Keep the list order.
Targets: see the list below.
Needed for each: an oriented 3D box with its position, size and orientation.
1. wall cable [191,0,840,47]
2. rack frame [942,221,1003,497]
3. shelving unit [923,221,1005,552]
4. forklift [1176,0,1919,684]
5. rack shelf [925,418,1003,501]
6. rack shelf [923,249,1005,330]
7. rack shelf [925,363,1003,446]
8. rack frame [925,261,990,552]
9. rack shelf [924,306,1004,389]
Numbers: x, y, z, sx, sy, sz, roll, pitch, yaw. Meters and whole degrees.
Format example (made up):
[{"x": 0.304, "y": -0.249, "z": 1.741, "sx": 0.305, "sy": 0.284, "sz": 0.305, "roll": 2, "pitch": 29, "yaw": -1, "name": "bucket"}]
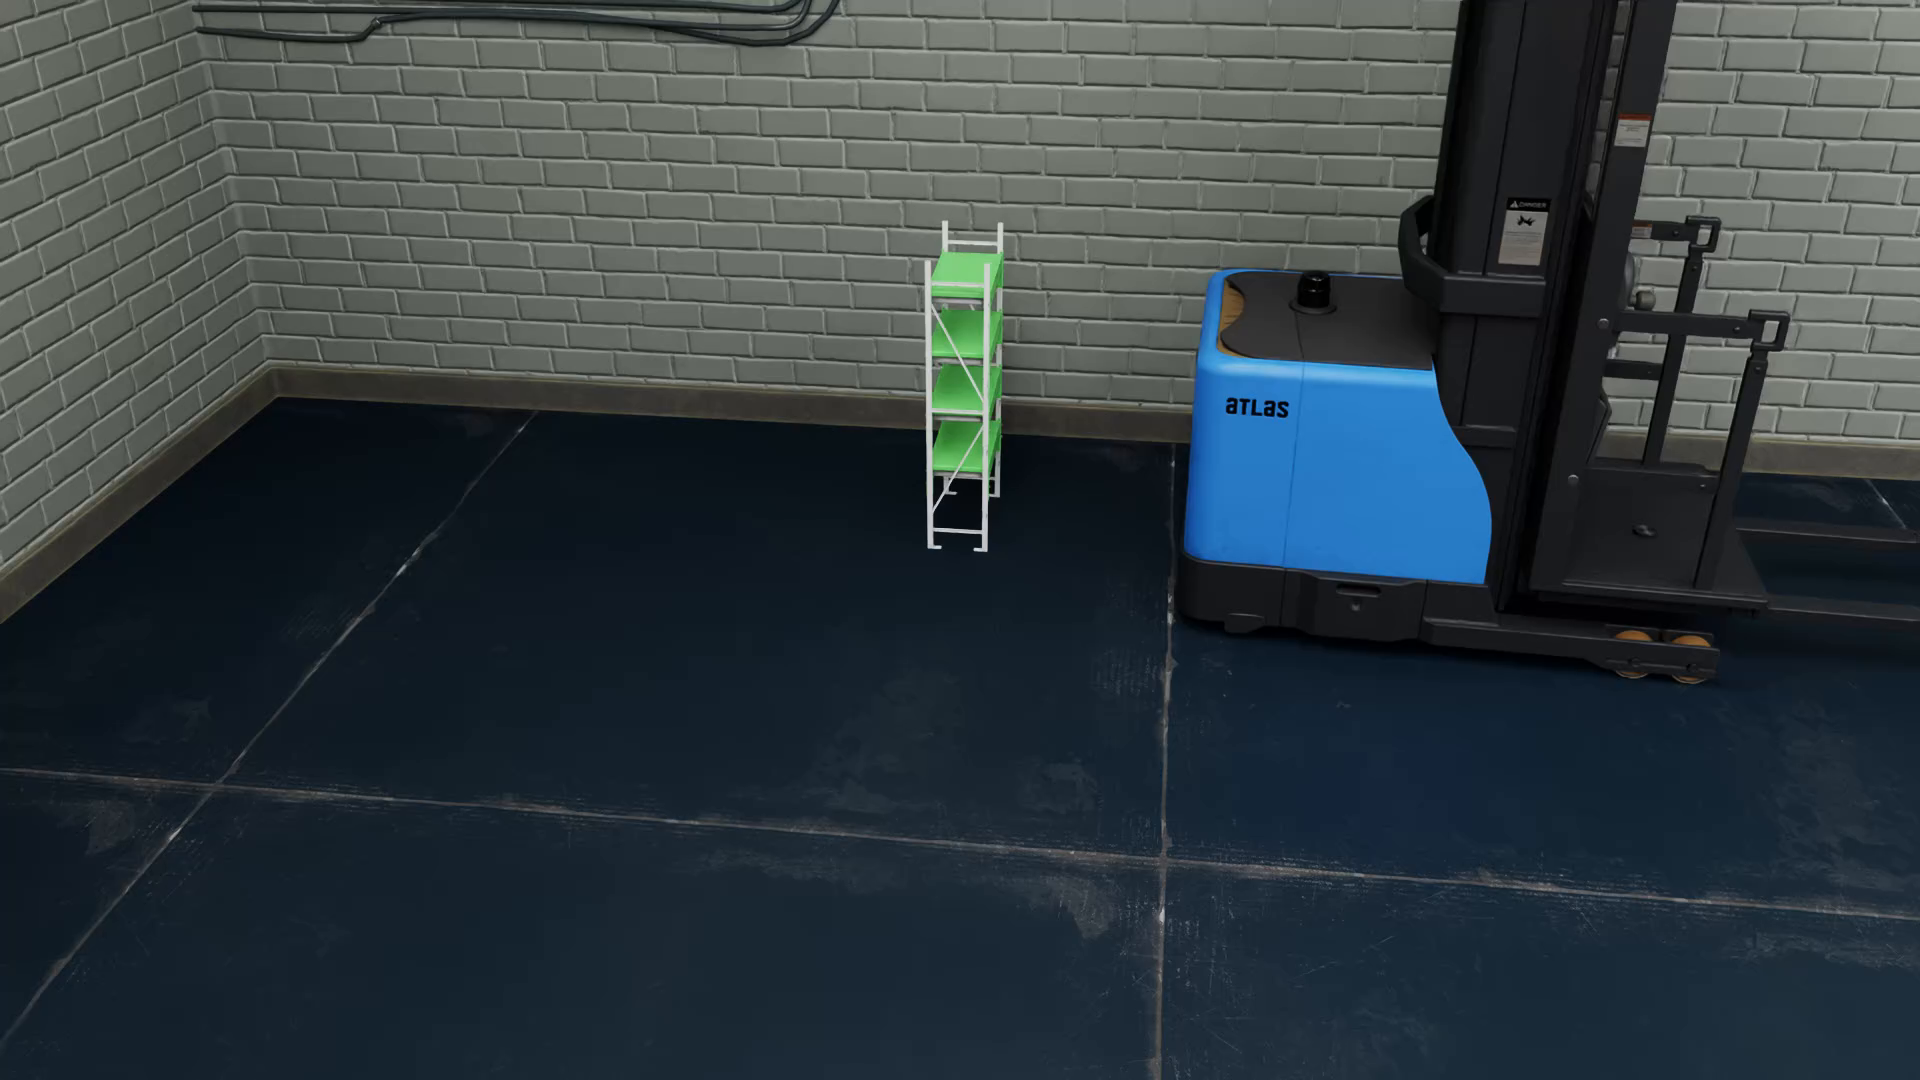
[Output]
[{"x": -1.969, "y": -3.202, "z": 6.479, "sx": 3.097, "sy": 2.526, "sz": 0.112, "roll": 3, "pitch": 28, "yaw": 6, "name": "wall cable"}, {"x": 0.050, "y": -0.721, "z": 6.823, "sx": 0.240, "sy": 1.200, "sz": 0.015, "roll": 3, "pitch": 28, "yaw": 6, "name": "rack frame"}, {"x": 0.020, "y": -0.606, "z": 6.610, "sx": 0.258, "sy": 1.200, "sz": 0.503, "roll": 3, "pitch": 28, "yaw": 6, "name": "shelving unit"}, {"x": 2.365, "y": -1.061, "z": 5.629, "sx": 3.031, "sy": 2.935, "sz": 1.130, "roll": 5, "pitch": 29, "yaw": 9, "name": "forklift"}, {"x": 0.020, "y": -0.339, "z": 6.754, "sx": 0.258, "sy": 0.148, "sz": 0.480, "roll": 3, "pitch": 28, "yaw": 6, "name": "rack shelf"}, {"x": 0.020, "y": -0.972, "z": 6.413, "sx": 0.258, "sy": 0.148, "sz": 0.480, "roll": 3, "pitch": 28, "yaw": 6, "name": "rack shelf"}, {"x": 0.020, "y": -0.550, "z": 6.640, "sx": 0.258, "sy": 0.148, "sz": 0.480, "roll": 3, "pitch": 28, "yaw": 6, "name": "rack shelf"}, {"x": -0.010, "y": -0.491, "z": 6.397, "sx": 0.240, "sy": 1.200, "sz": 0.015, "roll": 3, "pitch": 28, "yaw": 6, "name": "rack frame"}, {"x": 0.020, "y": -0.761, "z": 6.527, "sx": 0.258, "sy": 0.148, "sz": 0.480, "roll": 3, "pitch": 28, "yaw": 6, "name": "rack shelf"}]
